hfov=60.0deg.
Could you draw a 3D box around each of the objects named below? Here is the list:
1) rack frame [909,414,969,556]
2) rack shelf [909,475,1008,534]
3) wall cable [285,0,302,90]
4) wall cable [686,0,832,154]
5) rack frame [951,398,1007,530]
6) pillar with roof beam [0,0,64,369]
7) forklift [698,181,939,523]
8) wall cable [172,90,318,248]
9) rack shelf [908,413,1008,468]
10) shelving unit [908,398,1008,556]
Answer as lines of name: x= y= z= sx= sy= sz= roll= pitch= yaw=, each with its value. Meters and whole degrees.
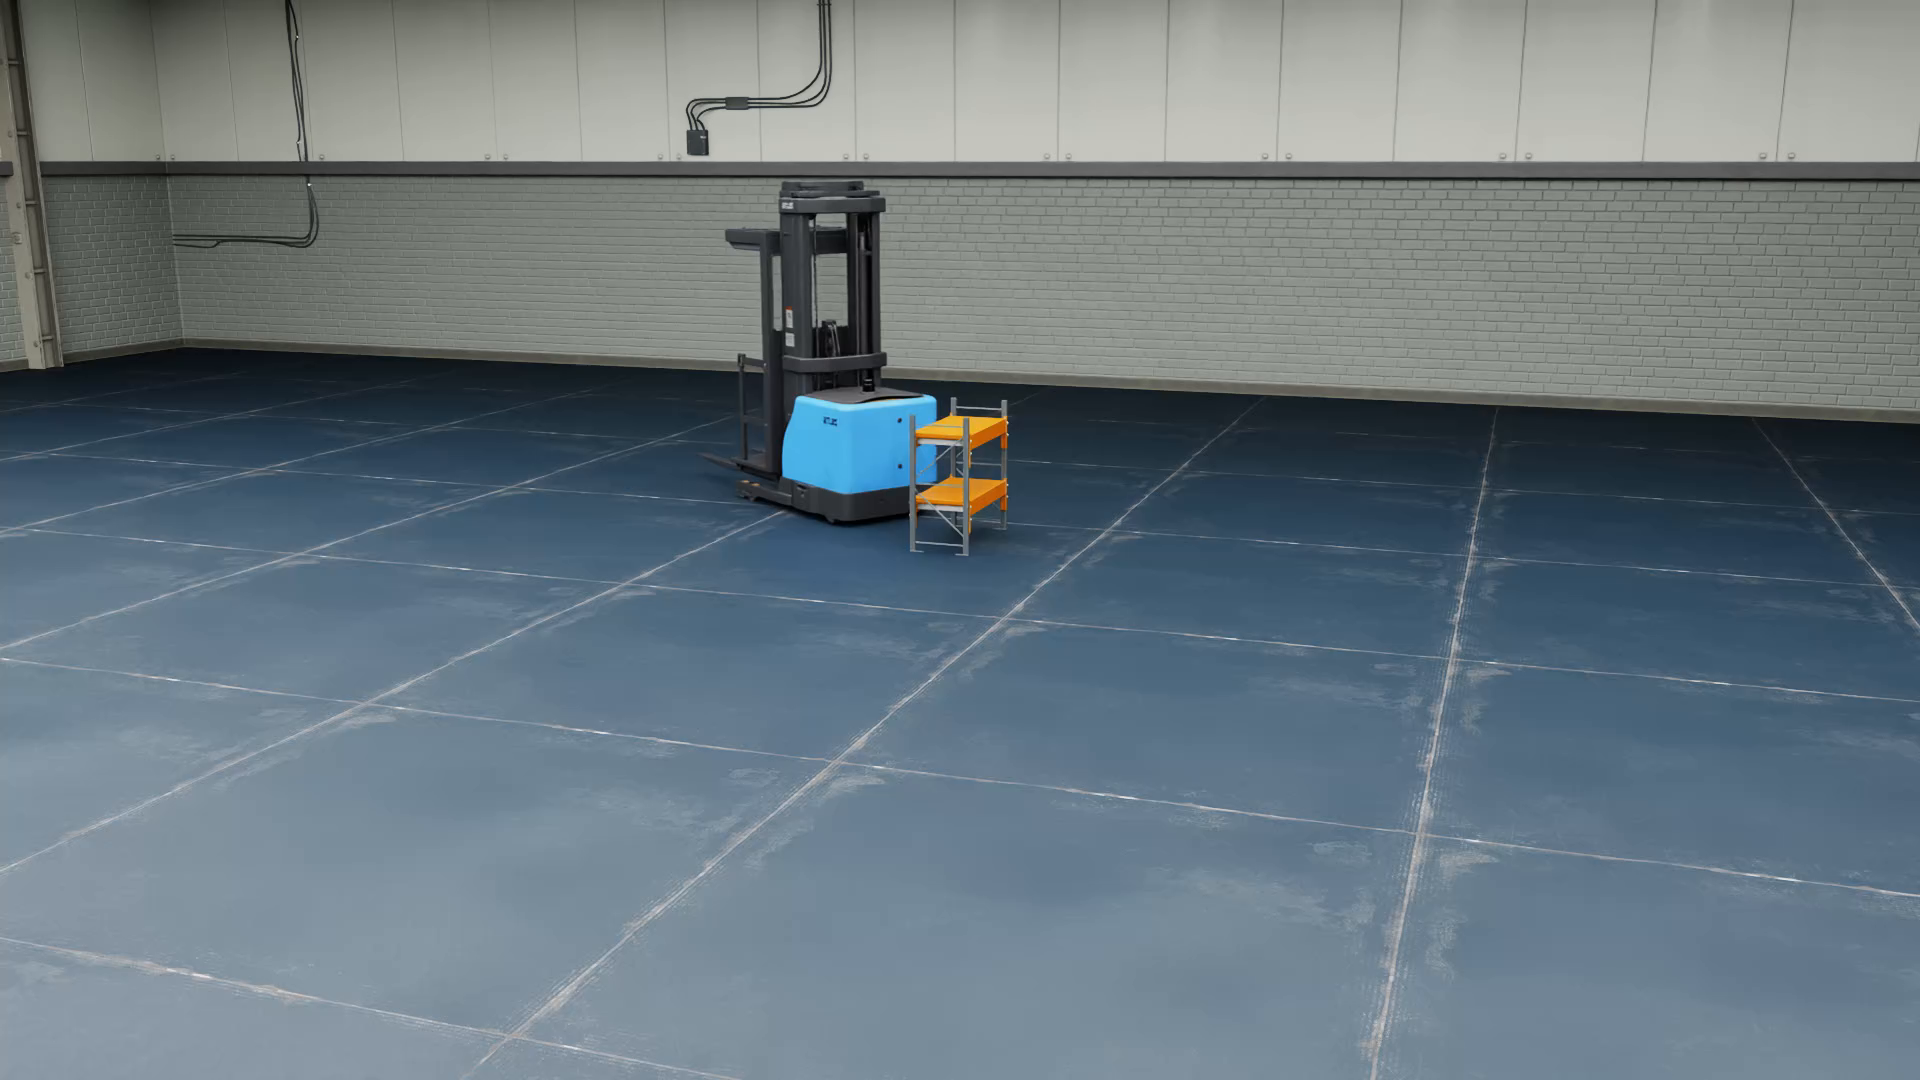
rack frame: x=-0.167 y=-0.440 z=13.388 sx=0.500 sy=1.125 sz=0.032 roll=4 pitch=14 yaw=18
rack shelf: x=-0.002 y=-0.309 z=13.911 sx=0.538 sy=0.278 sz=1.000 roll=4 pitch=14 yaw=18
wall cable: x=-9.350 y=-8.334 z=25.906 sx=3.097 sy=2.526 sz=0.112 roll=4 pitch=14 yaw=18
wall cable: x=-2.932 y=-8.551 z=23.589 sx=2.305 sy=6.003 sz=0.169 roll=4 pitch=14 yaw=18
rack frame: x=0.162 y=-0.654 z=14.325 sx=0.500 sy=1.125 sz=0.032 roll=4 pitch=14 yaw=18
pillar with roof beam: x=-10.041 y=-6.745 z=23.318 sx=9.100 sy=9.000 sz=0.400 roll=4 pitch=14 yaw=18
forklift: x=-1.475 y=-1.852 z=15.515 sx=1.130 sy=2.935 sz=3.031 roll=-9 pitch=16 yaw=-36
wall cable: x=-11.910 y=-6.066 z=27.322 sx=3.097 sy=2.526 sz=0.112 roll=4 pitch=14 yaw=18
rack shelf: x=-0.002 y=-0.832 z=13.791 sx=0.538 sy=0.278 sz=1.000 roll=4 pitch=14 yaw=18
shelving unit: x=-0.002 y=-0.547 z=13.857 sx=0.538 sy=1.125 sz=1.048 roll=4 pitch=14 yaw=18
